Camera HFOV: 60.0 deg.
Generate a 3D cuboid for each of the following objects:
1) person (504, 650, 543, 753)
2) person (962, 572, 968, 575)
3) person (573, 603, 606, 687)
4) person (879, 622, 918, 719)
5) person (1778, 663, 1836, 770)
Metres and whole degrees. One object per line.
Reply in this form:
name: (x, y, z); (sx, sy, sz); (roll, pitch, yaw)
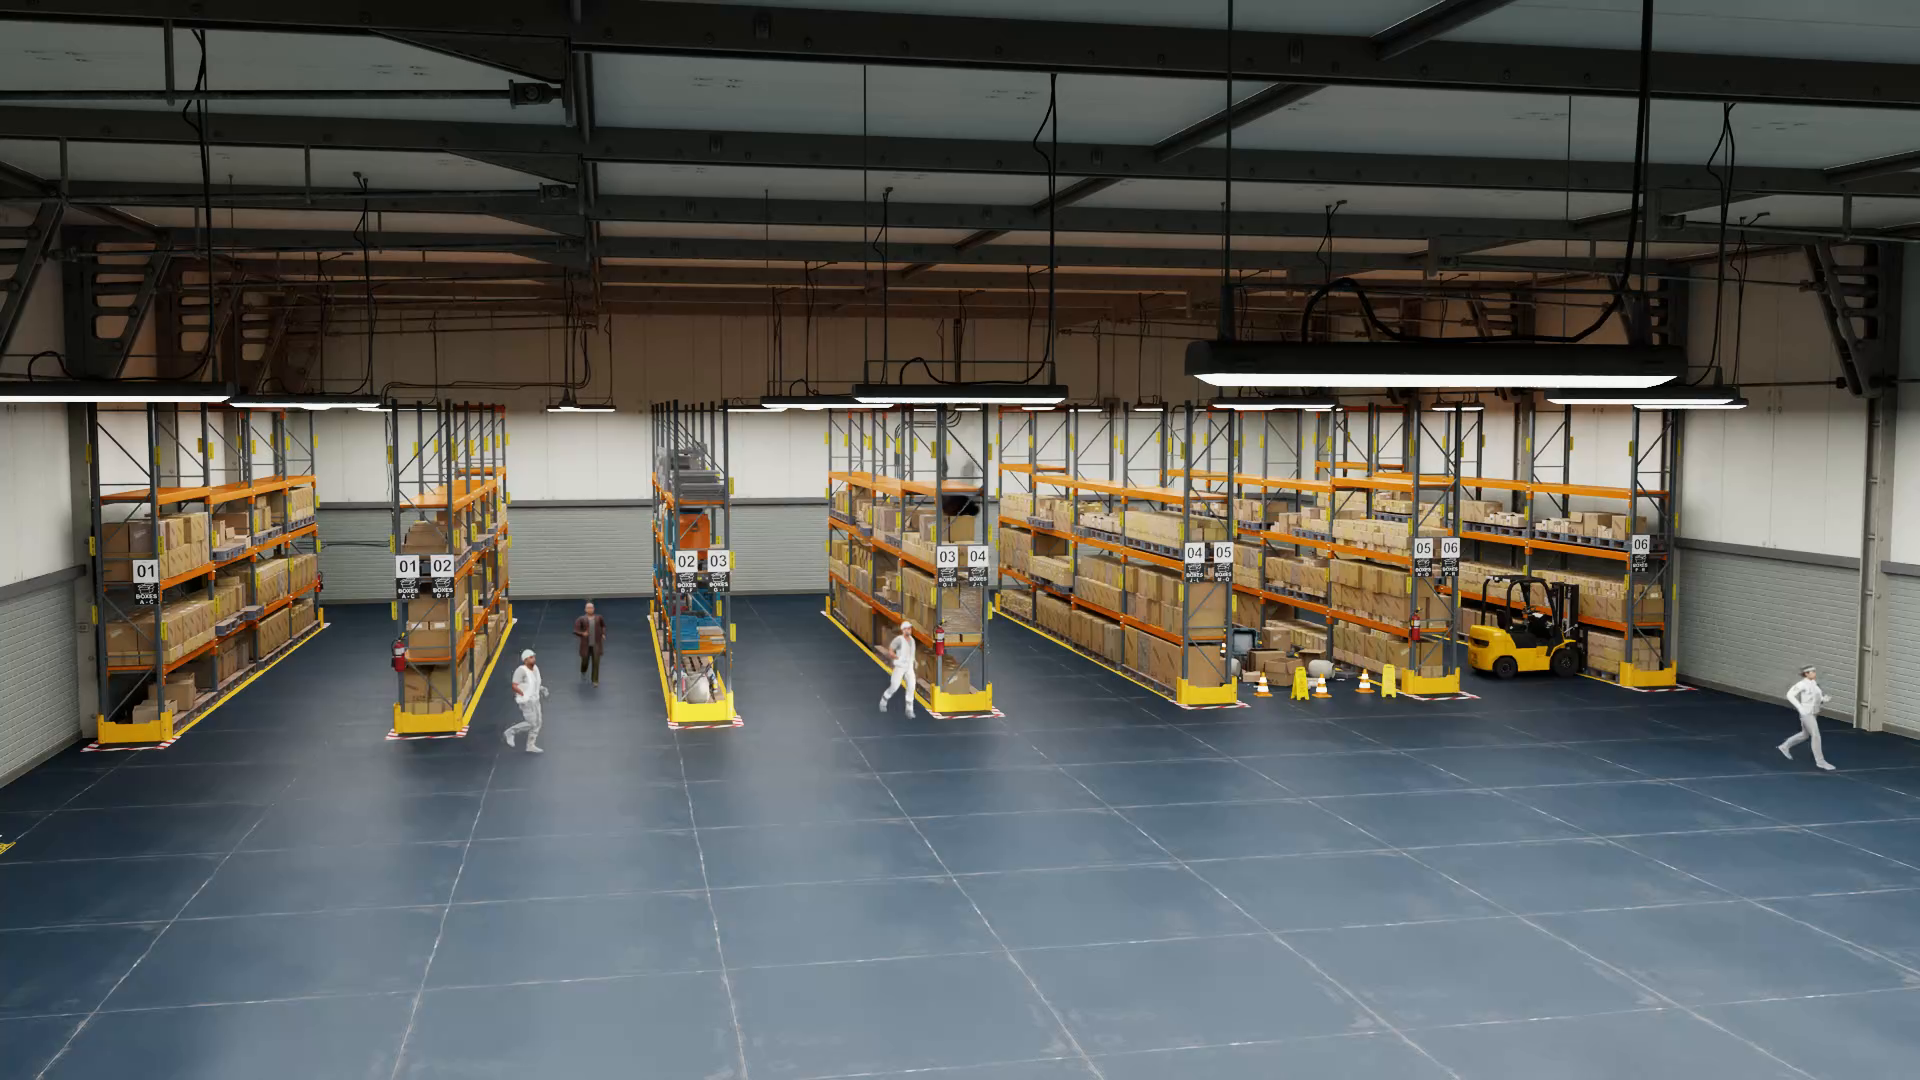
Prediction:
person: (-7.371, 2.729, 28.258); (0.650, 1.755, 0.677); (1, 4, 15)
person: (0.032, 1.217, 49.100); (0.719, 1.678, 0.681); (3, 5, 34)
person: (-7.789, 2.202, 35.070); (0.721, 1.750, 0.958); (-2, 5, -22)
person: (-1.049, 2.447, 31.629); (0.723, 1.777, 0.932); (-3, 6, -39)
person: (13.749, 2.823, 26.965); (0.611, 1.681, 0.941); (-4, 6, -42)
